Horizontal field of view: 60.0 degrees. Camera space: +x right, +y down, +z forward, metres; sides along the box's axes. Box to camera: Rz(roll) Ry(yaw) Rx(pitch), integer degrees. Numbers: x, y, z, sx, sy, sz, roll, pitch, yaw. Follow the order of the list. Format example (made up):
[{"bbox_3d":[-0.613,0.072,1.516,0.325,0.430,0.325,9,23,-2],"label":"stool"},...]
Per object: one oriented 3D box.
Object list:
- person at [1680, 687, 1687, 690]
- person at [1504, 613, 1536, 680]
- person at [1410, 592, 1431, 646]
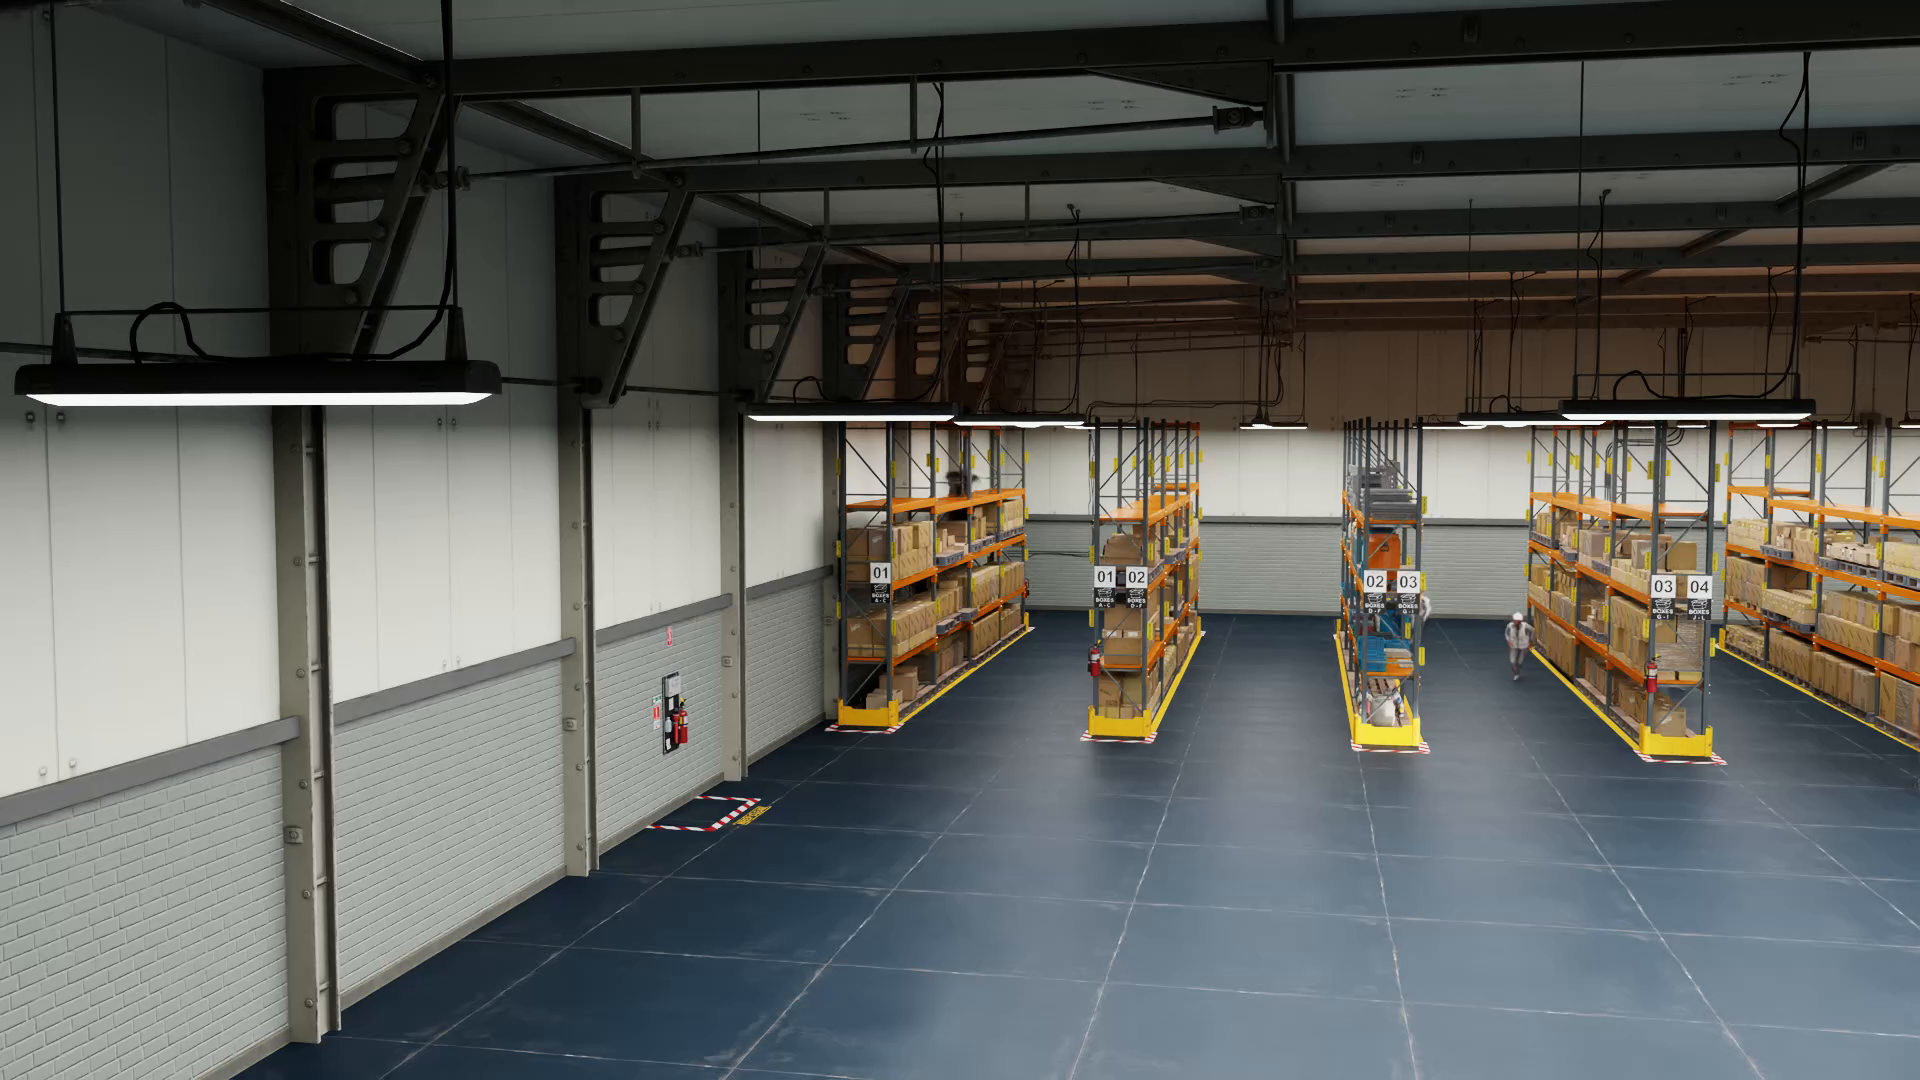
[{"bbox_3d":[16.037,2.505,36.918,0.633,1.651,0.649,1,4,16],"label":"person"},{"bbox_3d":[12.868,2.444,38.223,0.679,1.602,0.892,1,4,21],"label":"person"},{"bbox_3d":[12.298,2.037,44.385,0.578,1.616,0.688,2,4,27],"label":"person"}]
